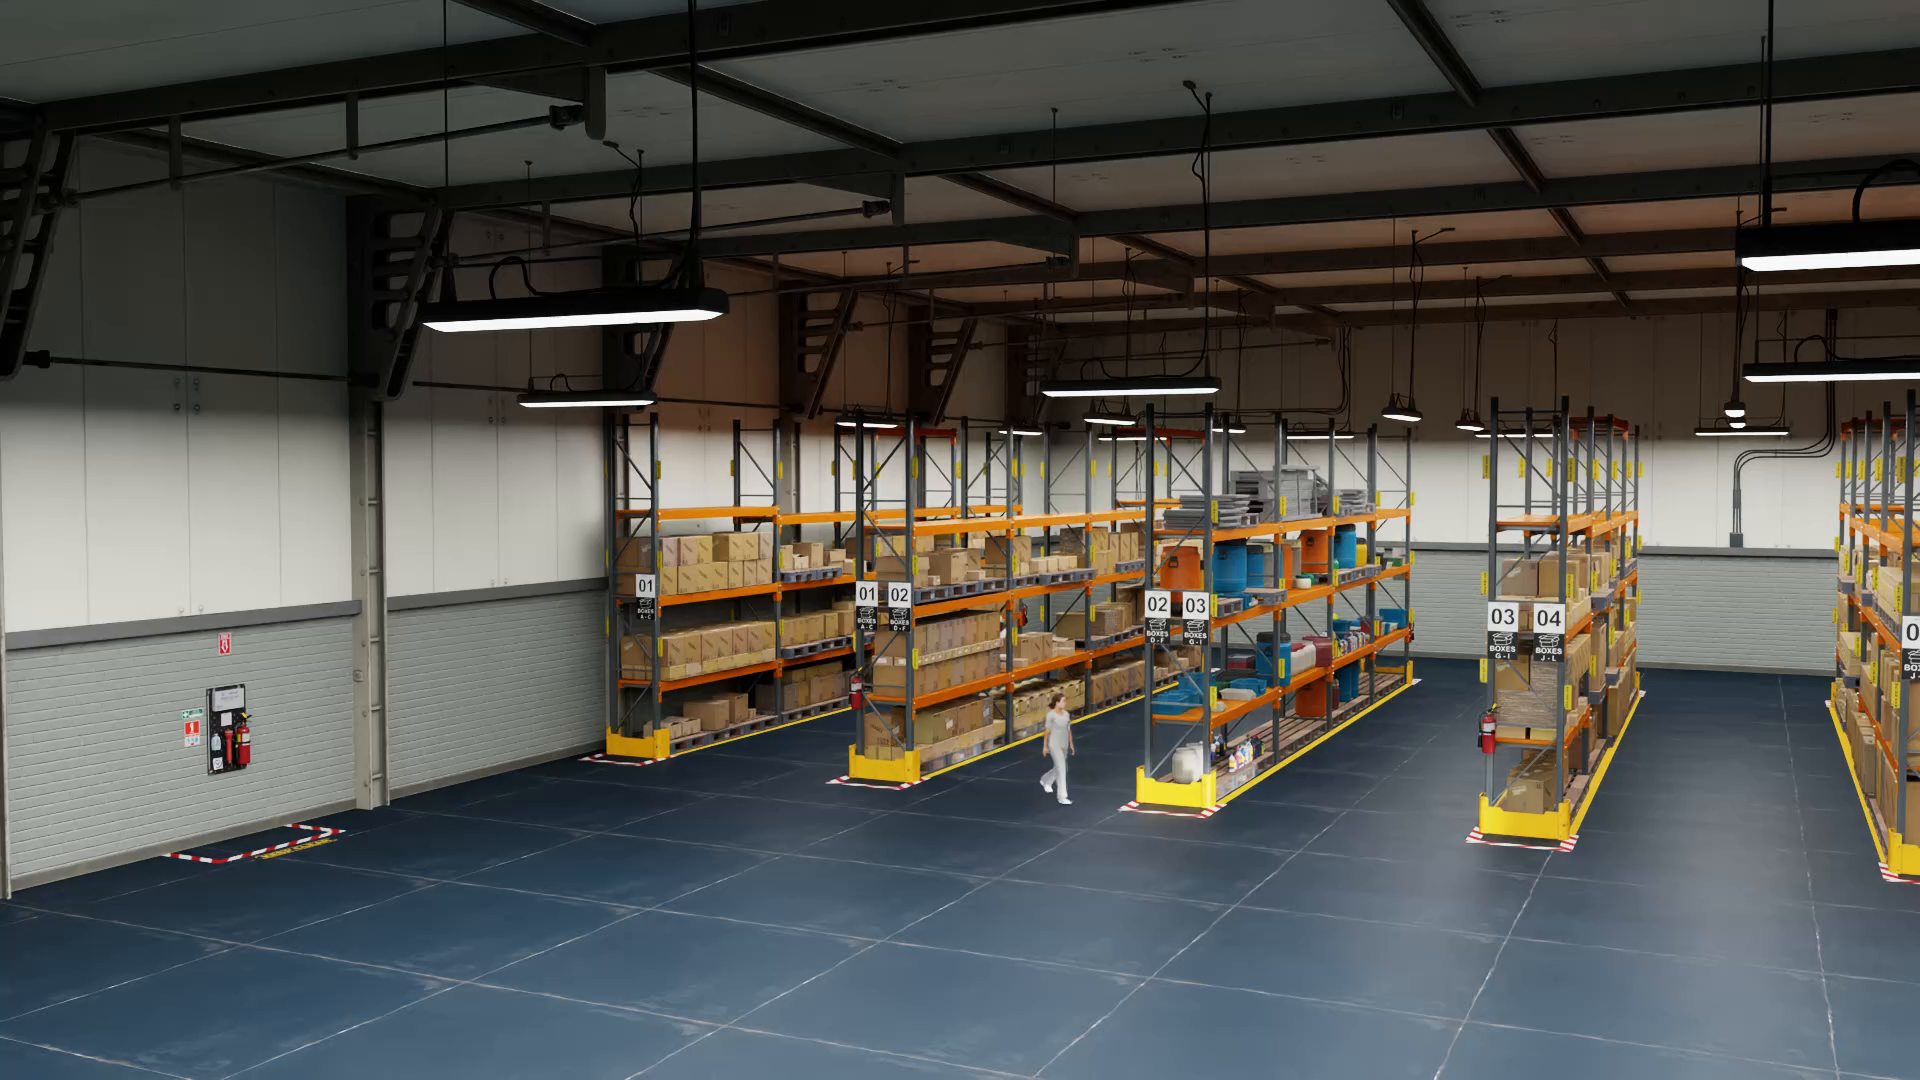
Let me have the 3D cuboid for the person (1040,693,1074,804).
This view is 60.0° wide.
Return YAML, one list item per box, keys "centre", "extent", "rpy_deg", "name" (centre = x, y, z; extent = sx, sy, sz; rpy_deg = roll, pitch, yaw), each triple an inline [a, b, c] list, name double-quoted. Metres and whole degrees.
- centre: [1.470, 3.124, 25.239]
  extent: [0.450, 1.619, 0.956]
  rpy_deg: [-2, 3, -40]
  name: "person"

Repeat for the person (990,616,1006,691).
- centre: [0.859, 2.585, 36.626]
  extent: [0.585, 1.824, 0.688]
  rpy_deg: [2, 3, 33]
  name: "person"

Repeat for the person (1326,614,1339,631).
- centre: [8.535, 2.538, 37.964]
  extent: [1.108, 1.714, 0.634]
  rpy_deg: [-2, 3, -34]
  name: "person"
